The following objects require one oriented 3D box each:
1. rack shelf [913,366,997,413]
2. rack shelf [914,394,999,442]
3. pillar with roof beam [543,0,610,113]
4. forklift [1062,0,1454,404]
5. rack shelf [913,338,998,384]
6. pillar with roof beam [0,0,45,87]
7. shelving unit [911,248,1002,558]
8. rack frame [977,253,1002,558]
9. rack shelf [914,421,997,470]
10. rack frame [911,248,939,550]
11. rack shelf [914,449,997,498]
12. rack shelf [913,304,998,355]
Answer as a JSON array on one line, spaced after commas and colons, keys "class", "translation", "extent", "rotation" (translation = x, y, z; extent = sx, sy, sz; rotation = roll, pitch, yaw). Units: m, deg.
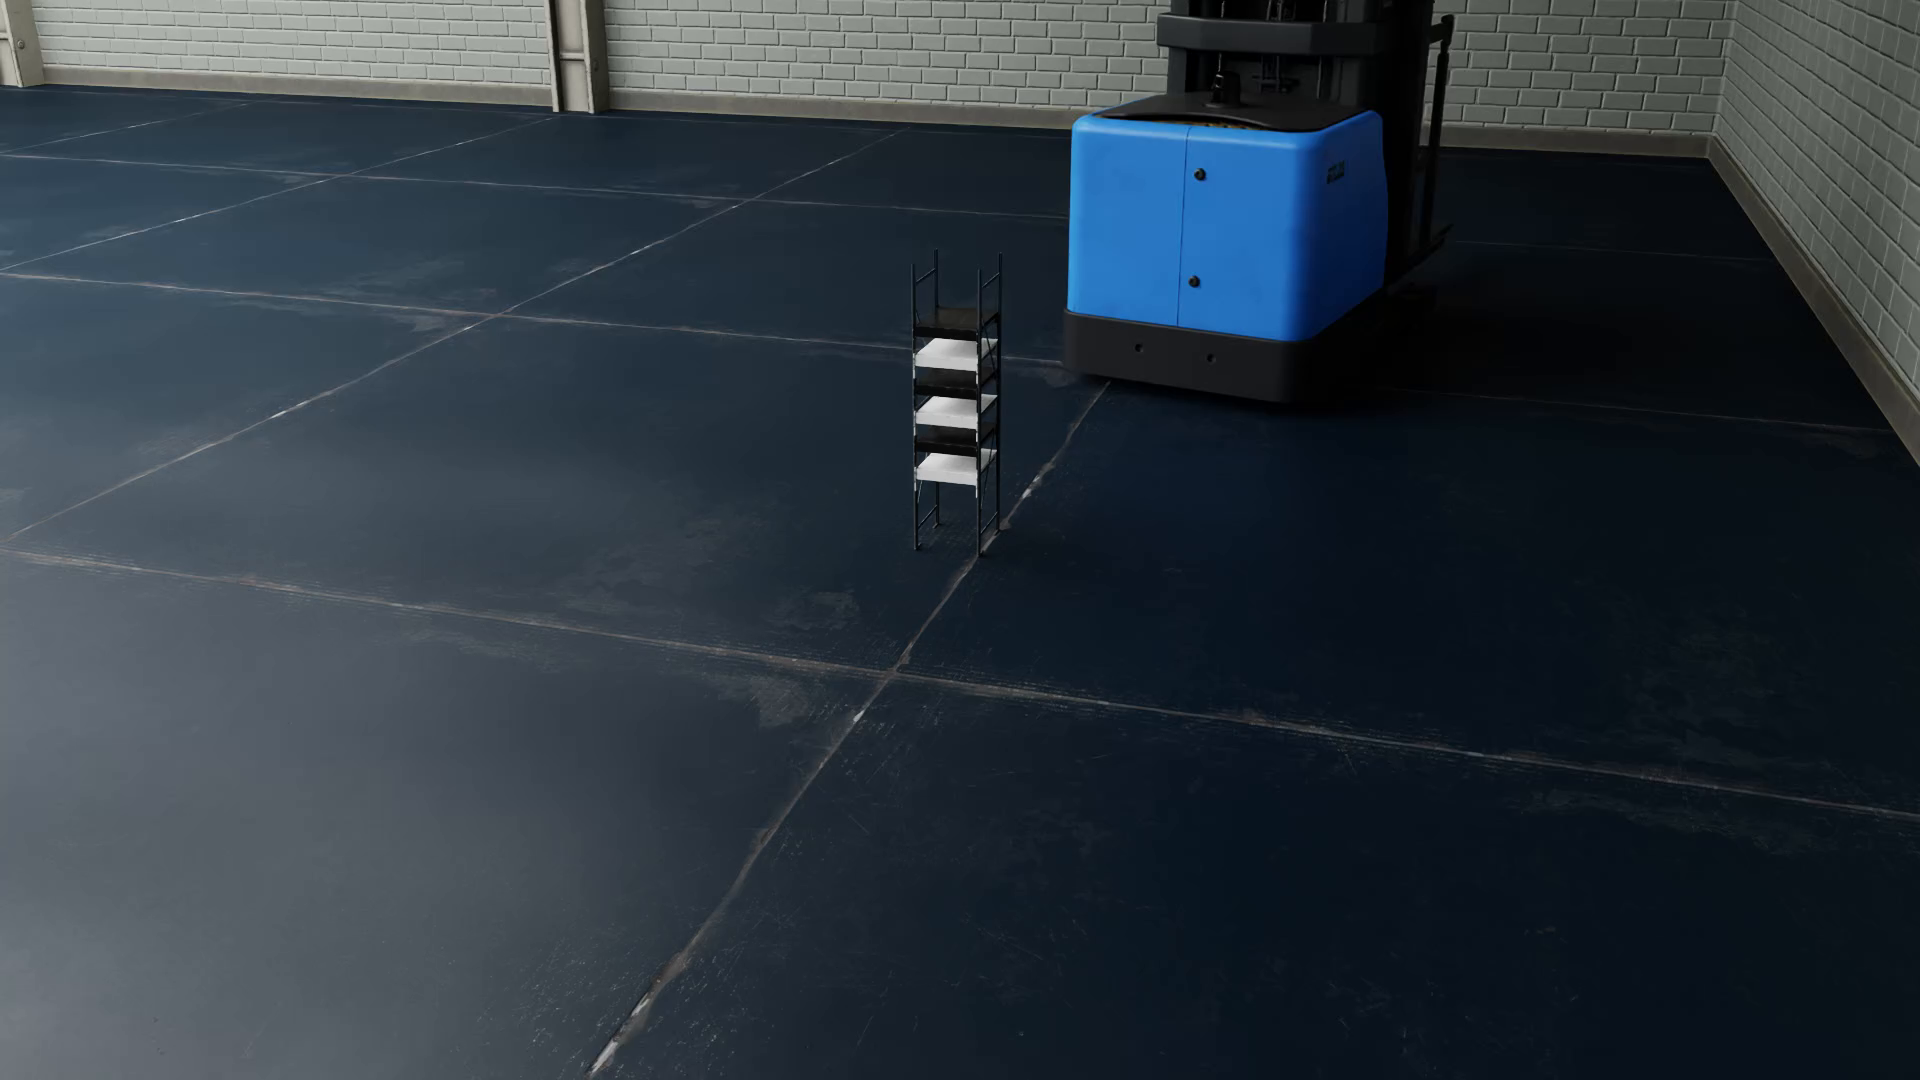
[{"class": "rack shelf", "translation": [-0.008, -0.470, 5.080], "extent": [0.200, 0.077, 0.258], "rotation": [7, 23, 16]}, {"class": "rack shelf", "translation": [-0.008, -0.386, 5.114], "extent": [0.200, 0.077, 0.258], "rotation": [7, 23, 16]}, {"class": "pillar with roof beam", "translation": [-4.482, -6.288, 8.743], "extent": [0.400, 9.000, 9.100], "rotation": [7, 23, 16]}, {"class": "forklift", "translation": [1.575, -2.394, 7.244], "extent": [1.130, 2.935, 3.031], "rotation": [12, 25, 27]}, {"class": "rack shelf", "translation": [-0.008, -0.553, 5.046], "extent": [0.200, 0.077, 0.258], "rotation": [7, 23, 16]}, {"class": "pillar with roof beam", "translation": [-10.226, -6.946, 10.346], "extent": [0.400, 9.000, 9.100], "rotation": [7, 23, 16]}, {"class": "shelving unit", "translation": [-0.008, -0.417, 5.101], "extent": [0.210, 0.900, 0.258], "rotation": [7, 23, 16]}, {"class": "rack frame", "translation": [0.090, -0.406, 5.074], "extent": [0.006, 0.900, 0.240], "rotation": [7, 23, 16]}, {"class": "rack shelf", "translation": [-0.008, -0.303, 5.148], "extent": [0.200, 0.077, 0.258], "rotation": [7, 23, 16]}, {"class": "rack frame", "translation": [-0.105, -0.428, 5.129], "extent": [0.006, 0.900, 0.240], "rotation": [7, 23, 16]}, {"class": "rack shelf", "translation": [-0.008, -0.220, 5.182], "extent": [0.200, 0.077, 0.258], "rotation": [7, 23, 16]}, {"class": "rack shelf", "translation": [-0.008, -0.636, 5.012], "extent": [0.200, 0.077, 0.258], "rotation": [7, 23, 16]}]
